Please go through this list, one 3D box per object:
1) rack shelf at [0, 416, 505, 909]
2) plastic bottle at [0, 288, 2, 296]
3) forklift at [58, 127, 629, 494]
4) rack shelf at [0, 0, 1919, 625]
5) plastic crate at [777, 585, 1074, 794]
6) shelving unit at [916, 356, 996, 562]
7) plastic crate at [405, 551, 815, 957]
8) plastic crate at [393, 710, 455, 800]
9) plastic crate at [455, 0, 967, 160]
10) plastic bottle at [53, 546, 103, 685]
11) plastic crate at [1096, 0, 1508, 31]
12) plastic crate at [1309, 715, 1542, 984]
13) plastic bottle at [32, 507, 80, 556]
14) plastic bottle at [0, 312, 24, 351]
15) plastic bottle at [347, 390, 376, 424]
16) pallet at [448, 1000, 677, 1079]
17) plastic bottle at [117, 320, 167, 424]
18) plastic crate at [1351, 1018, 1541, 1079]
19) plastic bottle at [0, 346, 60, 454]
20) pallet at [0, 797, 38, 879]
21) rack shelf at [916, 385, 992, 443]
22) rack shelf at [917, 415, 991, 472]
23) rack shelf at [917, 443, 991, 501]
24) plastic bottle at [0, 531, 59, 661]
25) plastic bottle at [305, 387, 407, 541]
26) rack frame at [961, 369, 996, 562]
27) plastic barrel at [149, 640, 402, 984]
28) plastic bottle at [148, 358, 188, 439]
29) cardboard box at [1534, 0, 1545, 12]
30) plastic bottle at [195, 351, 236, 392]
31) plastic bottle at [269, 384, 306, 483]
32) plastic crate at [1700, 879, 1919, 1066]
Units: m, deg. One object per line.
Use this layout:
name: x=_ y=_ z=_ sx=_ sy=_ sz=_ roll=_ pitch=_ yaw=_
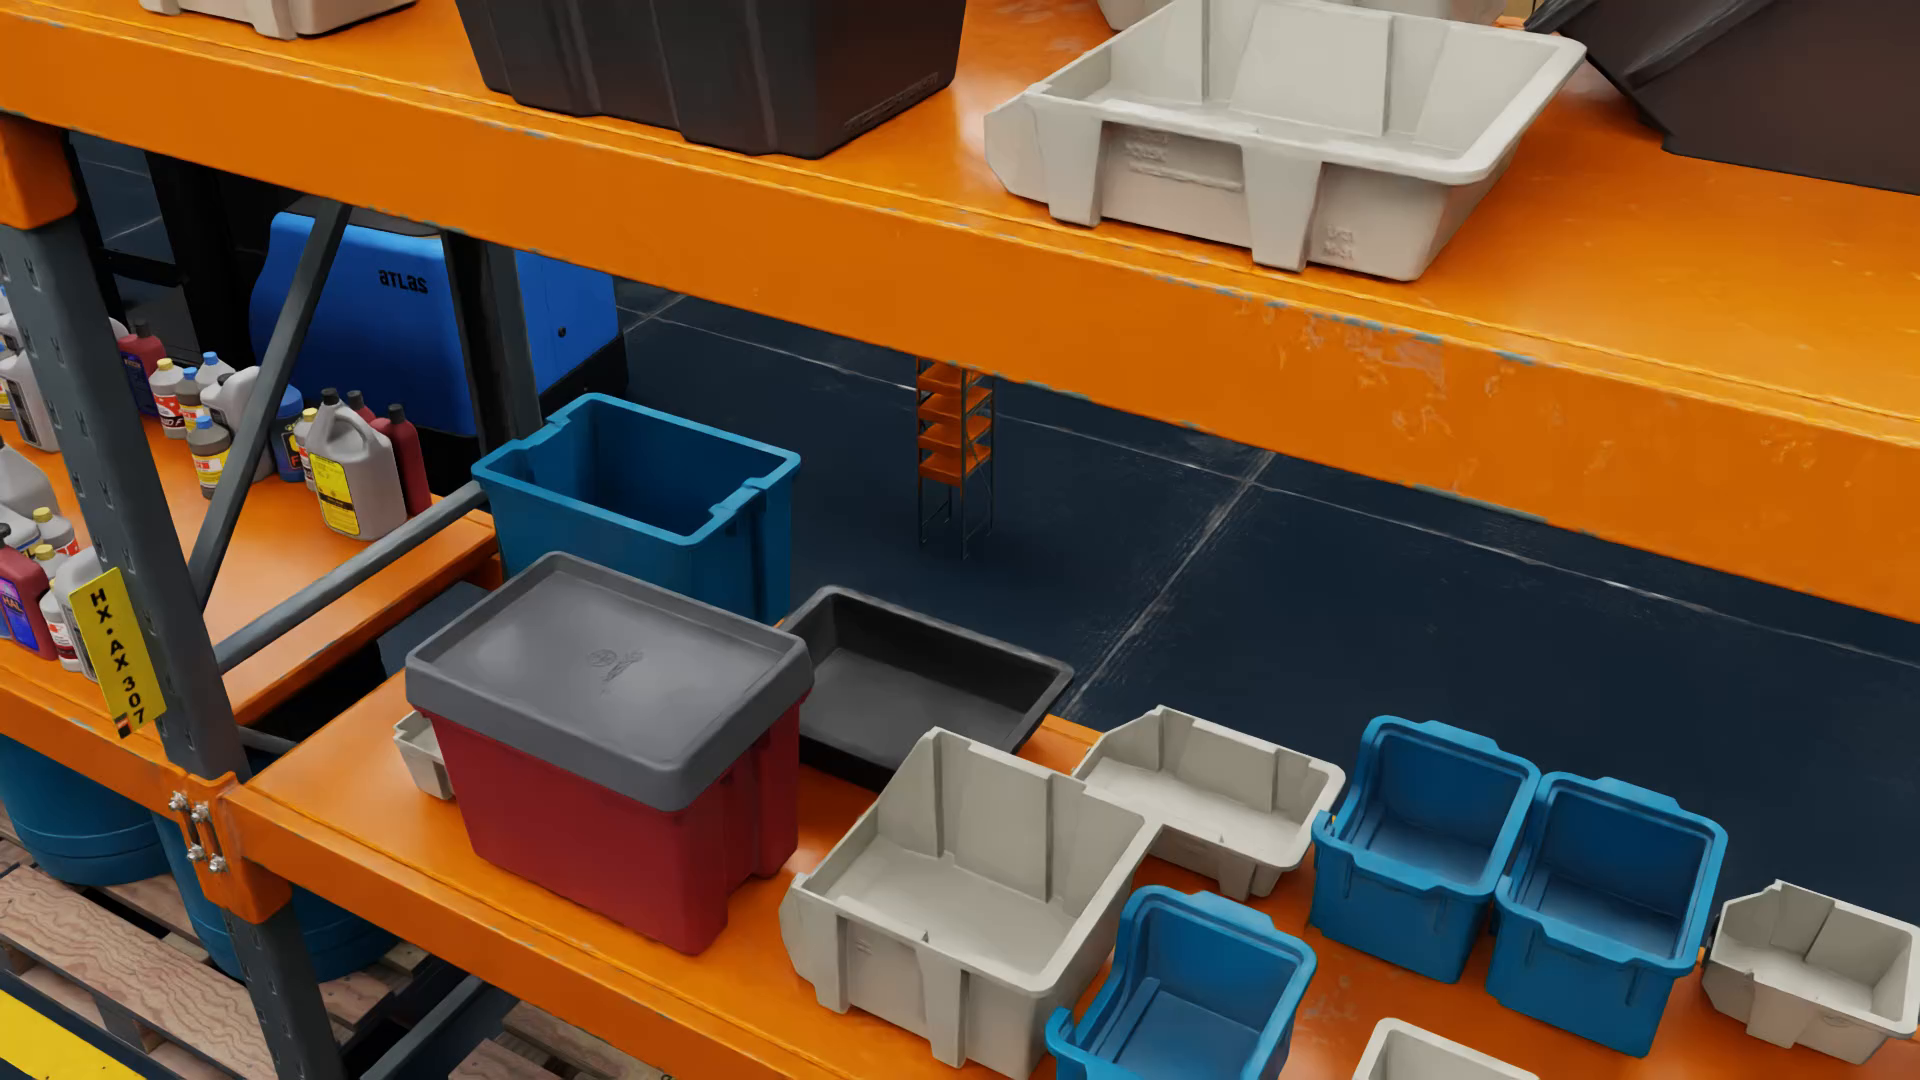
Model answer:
rack shelf: x=-2.971 y=-0.194 z=4.484 sx=4.000 sy=0.370 sz=1.077 roll=18 pitch=37 yaw=24
plastic bottle: x=-2.624 y=-0.590 z=4.546 sx=0.097 sy=0.271 sz=0.097 roll=0 pitch=34 yaw=0
forklift: x=-2.985 y=-1.927 z=6.499 sx=3.031 sy=2.935 sz=1.130 roll=13 pitch=36 yaw=19
rack shelf: x=0.502 y=-0.342 z=2.000 sx=4.000 sy=0.370 sz=1.077 roll=18 pitch=37 yaw=24
plastic crate: x=-0.130 y=0.325 z=3.250 sx=0.590 sy=0.125 sz=0.437 roll=18 pitch=37 yaw=24
shelving unit: x=-0.013 y=-0.503 z=5.923 sx=0.189 sy=1.200 sz=0.258 roll=18 pitch=37 yaw=24
plastic crate: x=-0.584 y=0.372 z=2.874 sx=0.583 sy=0.464 sz=0.402 roll=18 pitch=37 yaw=24
plastic crate: x=-0.901 y=0.339 z=3.219 sx=0.243 sy=0.136 sz=0.396 roll=18 pitch=37 yaw=24
plastic crate: x=-0.292 y=-0.664 z=1.952 sx=0.590 sy=0.269 sz=0.497 roll=18 pitch=37 yaw=24
plastic bottle: x=-1.737 y=0.156 z=3.422 sx=0.135 sy=0.276 sz=0.152 roll=18 pitch=37 yaw=24
plastic crate: x=0.467 y=-0.800 z=2.146 sx=0.530 sy=0.282 sz=0.437 roll=18 pitch=37 yaw=24
plastic crate: x=0.783 y=0.531 z=2.844 sx=0.300 sy=0.233 sz=0.416 roll=18 pitch=37 yaw=24
plastic bottle: x=-2.009 y=0.021 z=3.691 sx=0.097 sy=0.201 sz=0.097 roll=0 pitch=34 yaw=0
plastic bottle: x=-2.453 y=-0.520 z=4.437 sx=0.135 sy=0.276 sz=0.152 roll=18 pitch=37 yaw=24
plastic bottle: x=-1.457 y=-0.237 z=4.005 sx=0.133 sy=0.283 sz=0.061 roll=18 pitch=37 yaw=24
pallet: x=-0.577 y=1.401 z=3.955 sx=1.213 sy=0.211 sz=1.003 roll=18 pitch=37 yaw=24
plastic bottle: x=-2.112 y=-0.445 z=4.317 sx=0.133 sy=0.283 sz=0.061 roll=18 pitch=37 yaw=24
plastic crate: x=0.676 y=0.881 z=2.405 sx=0.250 sy=0.136 sz=0.298 roll=18 pitch=37 yaw=24
plastic bottle: x=-2.327 y=-0.383 z=4.231 sx=0.135 sy=0.276 sz=0.152 roll=18 pitch=37 yaw=24
pallet: x=-2.947 y=0.650 z=5.083 sx=1.213 sy=0.211 sz=1.003 roll=18 pitch=37 yaw=24
rack shelf: x=-0.013 y=-0.466 z=5.948 sx=0.180 sy=0.103 sz=0.258 roll=18 pitch=37 yaw=24
rack shelf: x=-0.013 y=-0.367 z=6.015 sx=0.180 sy=0.103 sz=0.258 roll=18 pitch=37 yaw=24
rack shelf: x=-0.013 y=-0.267 z=6.081 sx=0.180 sy=0.103 sz=0.258 roll=18 pitch=37 yaw=24
plastic bottle: x=-1.961 y=0.111 z=3.482 sx=0.133 sy=0.283 sz=0.061 roll=18 pitch=37 yaw=24
plastic bottle: x=-1.415 y=-0.186 z=3.868 sx=0.185 sy=0.351 sz=0.144 roll=18 pitch=37 yaw=24
rack frame: x=0.067 y=-0.478 z=5.886 sx=0.006 sy=1.200 sz=0.240 roll=18 pitch=37 yaw=24
plastic barrel: x=-1.699 y=0.598 z=4.160 sx=0.708 sy=0.901 sz=0.600 roll=18 pitch=37 yaw=24
plastic bottle: x=-2.021 y=-0.370 z=4.279 sx=0.097 sy=0.201 sz=0.097 roll=0 pitch=34 yaw=0
cardboard box: x=2.413 y=-1.818 z=6.184 sx=0.500 sy=0.500 sz=0.500 roll=17 pitch=37 yaw=24
plastic bottle: x=-1.852 y=-0.346 z=4.179 sx=0.097 sy=0.271 sz=0.097 roll=0 pitch=34 yaw=0
plastic bottle: x=-1.651 y=-0.282 z=4.083 sx=0.097 sy=0.271 sz=0.097 roll=0 pitch=34 yaw=0
plastic crate: x=1.361 y=0.701 z=2.675 sx=0.298 sy=0.136 sz=0.250 roll=18 pitch=37 yaw=24
